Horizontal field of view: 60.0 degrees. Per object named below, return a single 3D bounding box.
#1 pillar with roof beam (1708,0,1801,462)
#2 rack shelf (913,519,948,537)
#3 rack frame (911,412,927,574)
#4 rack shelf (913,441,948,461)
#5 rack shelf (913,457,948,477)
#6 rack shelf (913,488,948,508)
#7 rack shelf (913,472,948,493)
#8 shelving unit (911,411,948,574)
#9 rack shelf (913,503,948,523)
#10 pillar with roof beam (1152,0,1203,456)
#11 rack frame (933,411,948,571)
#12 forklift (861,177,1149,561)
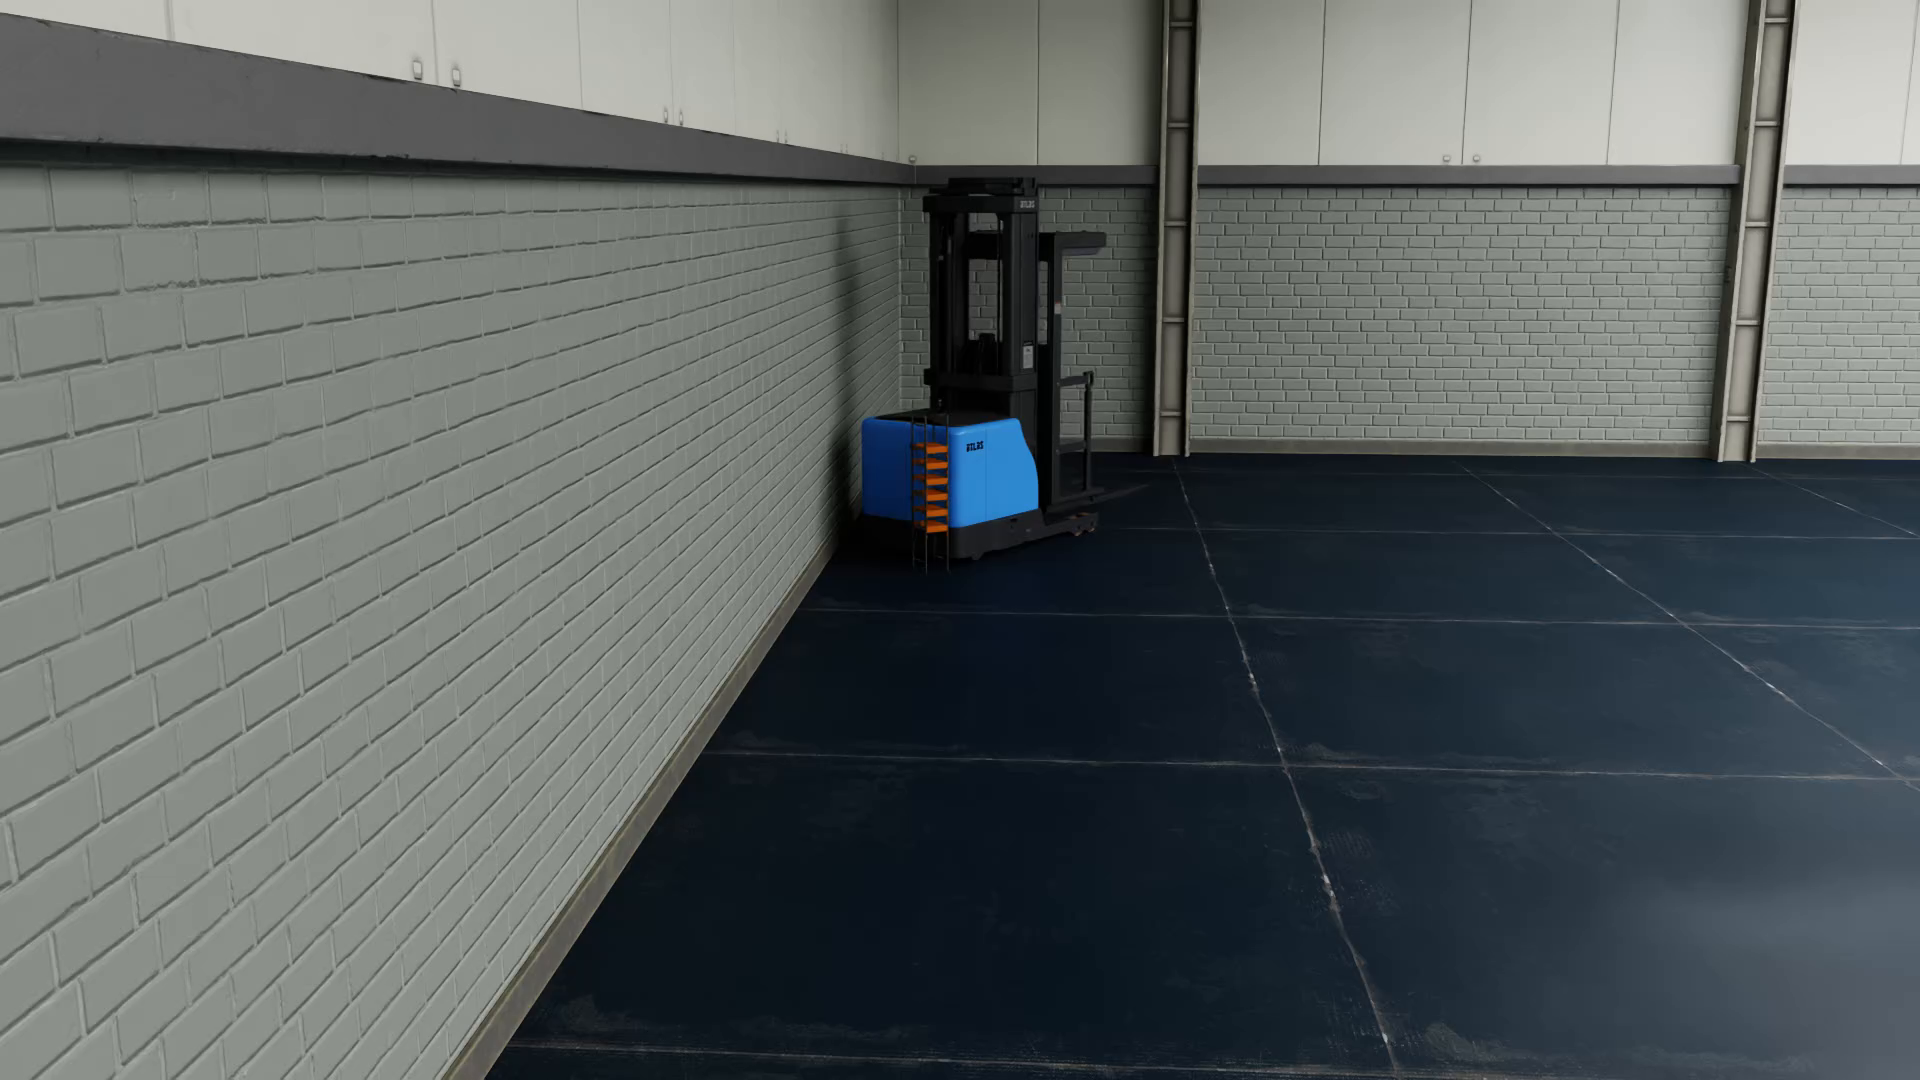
[{"bbox_3d":[8.013,-4.390,12.776,0.400,9.000,9.100,1,12,4],"label":"pillar with roof beam"},{"bbox_3d":[-0.229,-0.083,12.624,0.180,0.103,0.258,-6,13,-28],"label":"rack shelf"},{"bbox_3d":[-0.309,-0.353,12.523,0.006,1.200,0.240,-6,13,-28],"label":"rack frame"},{"bbox_3d":[-0.229,-0.670,12.501,0.180,0.103,0.258,-6,13,-28],"label":"rack shelf"},{"bbox_3d":[-0.229,-0.553,12.526,0.180,0.103,0.258,-6,13,-28],"label":"rack shelf"},{"bbox_3d":[-0.229,-0.318,12.575,0.180,0.103,0.258,-6,13,-28],"label":"rack shelf"},{"bbox_3d":[-0.229,-0.435,12.550,0.180,0.103,0.258,-6,13,-28],"label":"rack shelf"},{"bbox_3d":[-0.229,-0.361,12.566,0.189,1.200,0.258,-6,13,-28],"label":"shelving unit"},{"bbox_3d":[-0.229,-0.201,12.599,0.180,0.103,0.258,-6,13,-28],"label":"rack shelf"},{"bbox_3d":[2.026,-4.472,13.169,0.400,9.000,9.100,1,12,4],"label":"pillar with roof beam"},{"bbox_3d":[-0.149,-0.370,12.608,0.006,1.200,0.240,-6,13,-28],"label":"rack frame"},{"bbox_3d":[0.517,-1.522,13.885,1.130,2.935,3.031,9,15,38],"label":"forklift"}]
